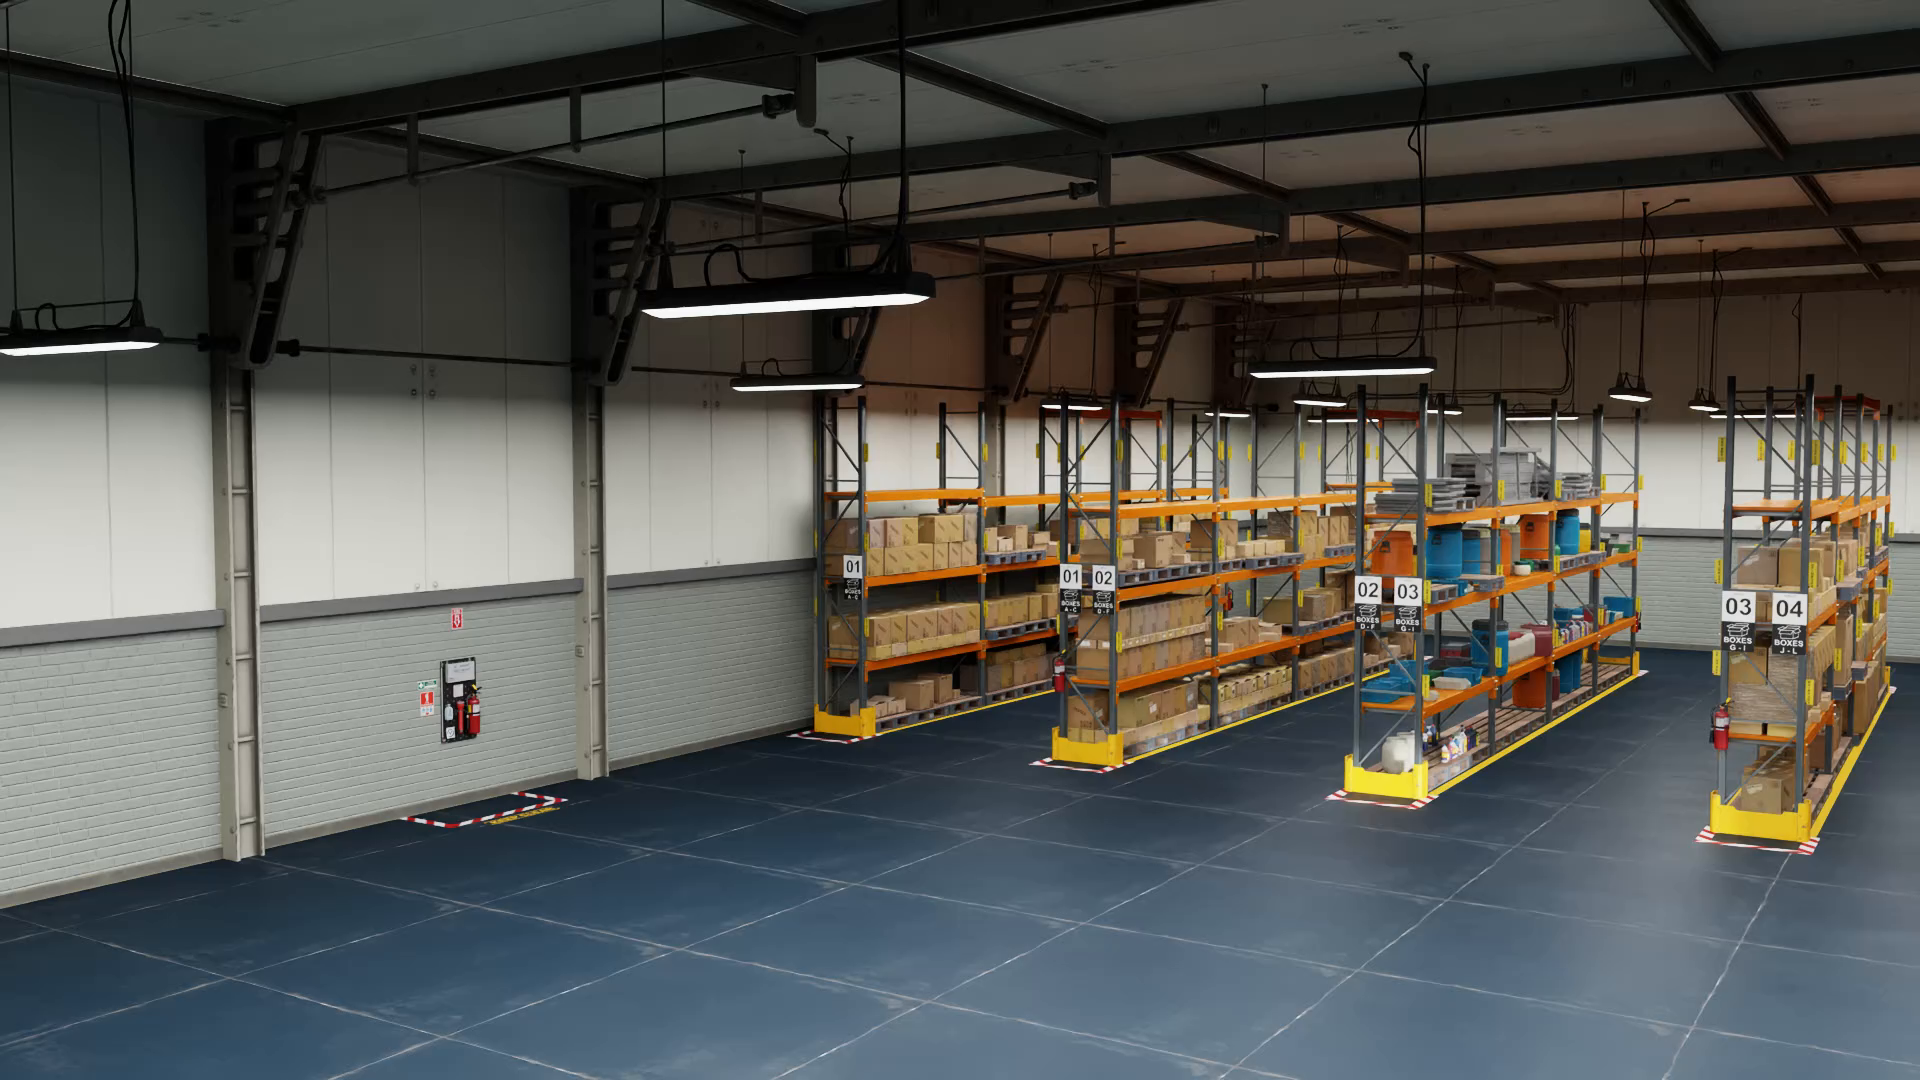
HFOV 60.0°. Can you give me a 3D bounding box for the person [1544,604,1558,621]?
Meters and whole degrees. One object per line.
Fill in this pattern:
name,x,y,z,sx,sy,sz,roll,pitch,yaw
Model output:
person,13.066,2.227,36.624,1.109,1.667,0.563,-2,3,-27
